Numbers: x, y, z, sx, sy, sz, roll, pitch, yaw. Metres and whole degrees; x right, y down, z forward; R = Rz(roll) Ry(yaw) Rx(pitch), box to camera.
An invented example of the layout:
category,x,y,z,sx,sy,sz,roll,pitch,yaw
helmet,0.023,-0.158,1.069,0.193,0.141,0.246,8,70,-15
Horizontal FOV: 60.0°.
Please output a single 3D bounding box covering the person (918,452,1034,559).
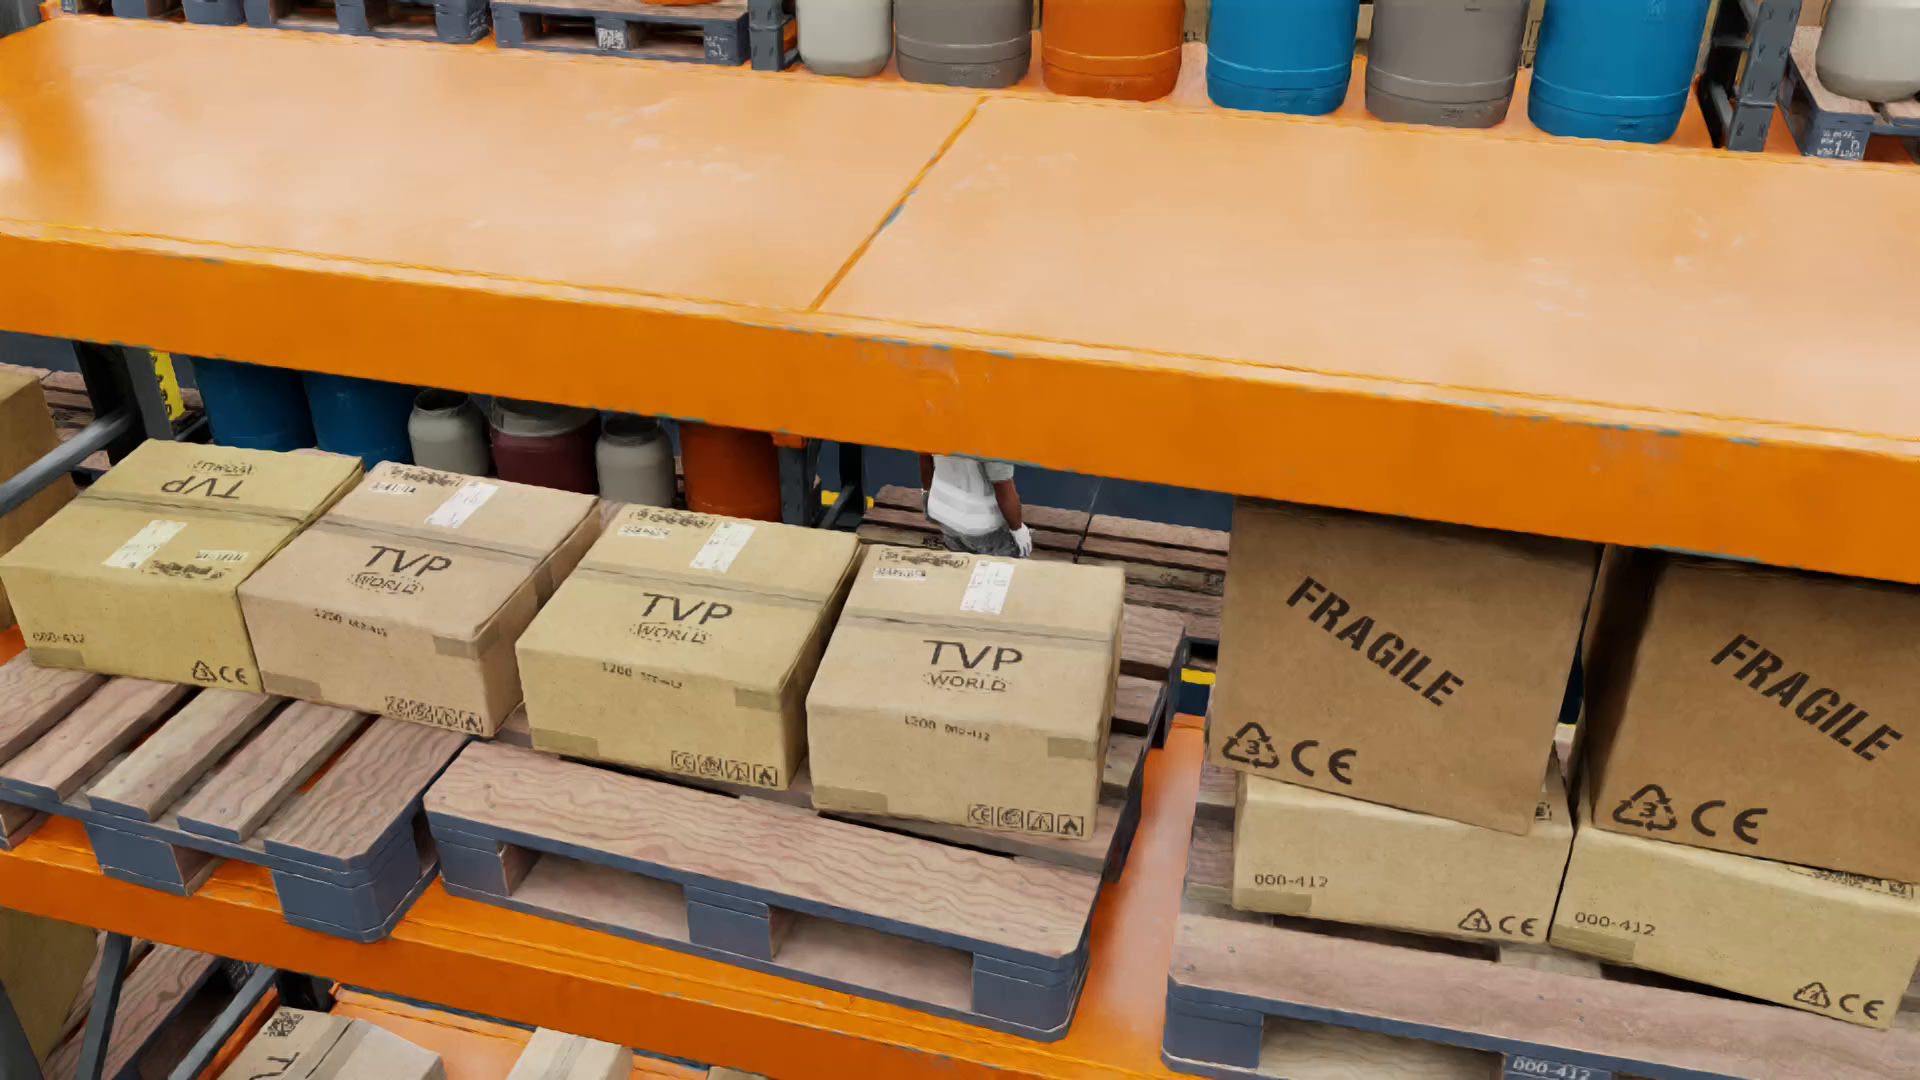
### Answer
category,x,y,z,sx,sy,sz,roll,pitch,yaw
person,0.062,-0.124,7.846,0.633,1.793,0.556,27,41,35
